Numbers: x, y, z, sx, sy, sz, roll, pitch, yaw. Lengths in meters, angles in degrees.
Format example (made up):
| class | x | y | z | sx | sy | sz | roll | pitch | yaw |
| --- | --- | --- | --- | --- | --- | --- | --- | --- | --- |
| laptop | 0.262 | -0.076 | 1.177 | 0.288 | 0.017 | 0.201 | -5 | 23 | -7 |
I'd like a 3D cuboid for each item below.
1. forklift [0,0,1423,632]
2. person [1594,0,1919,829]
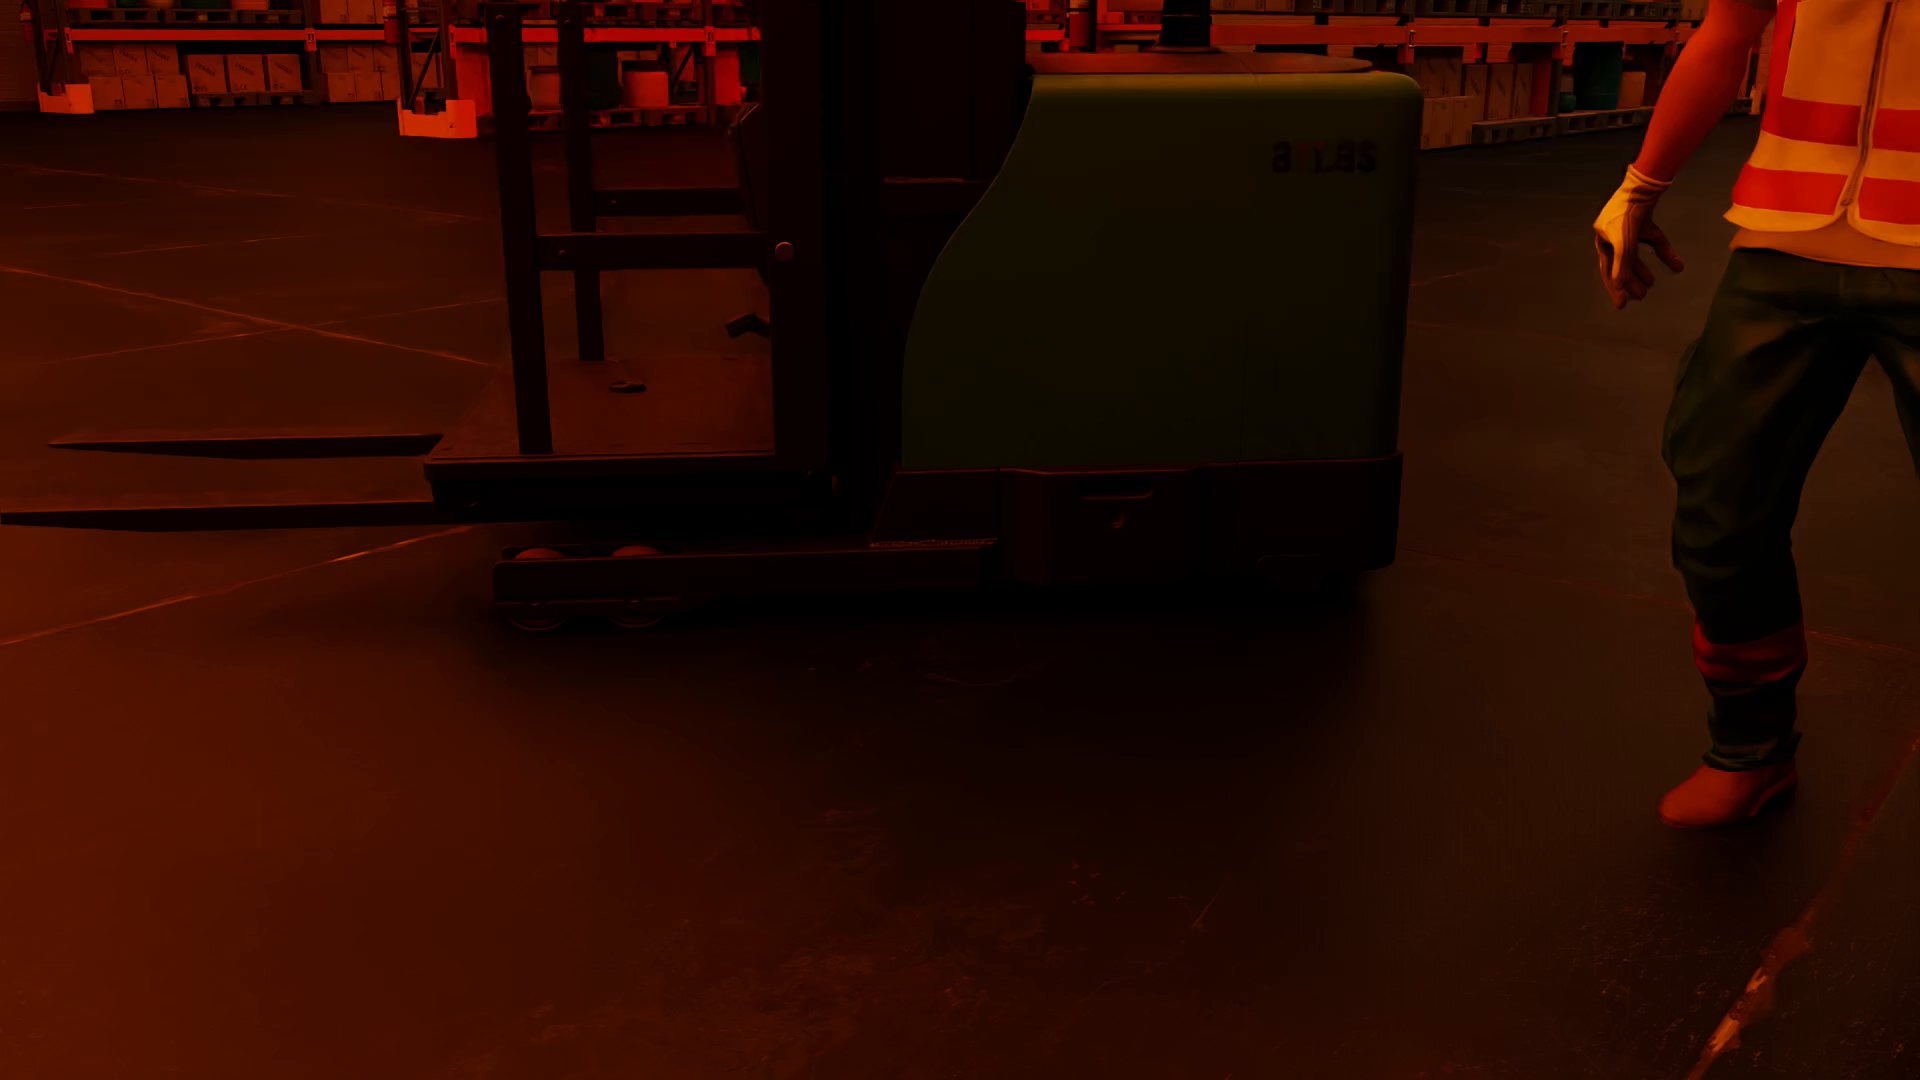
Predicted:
| class | x | y | z | sx | sy | sz | roll | pitch | yaw |
| --- | --- | --- | --- | --- | --- | --- | --- | --- | --- |
| forklift | -0.618 | -1.379 | 3.439 | 3.031 | 2.935 | 1.130 | -2 | 17 | -5 |
| person | 1.217 | -0.360 | 2.198 | 0.464 | 1.749 | 0.868 | -14 | 22 | -38 |
